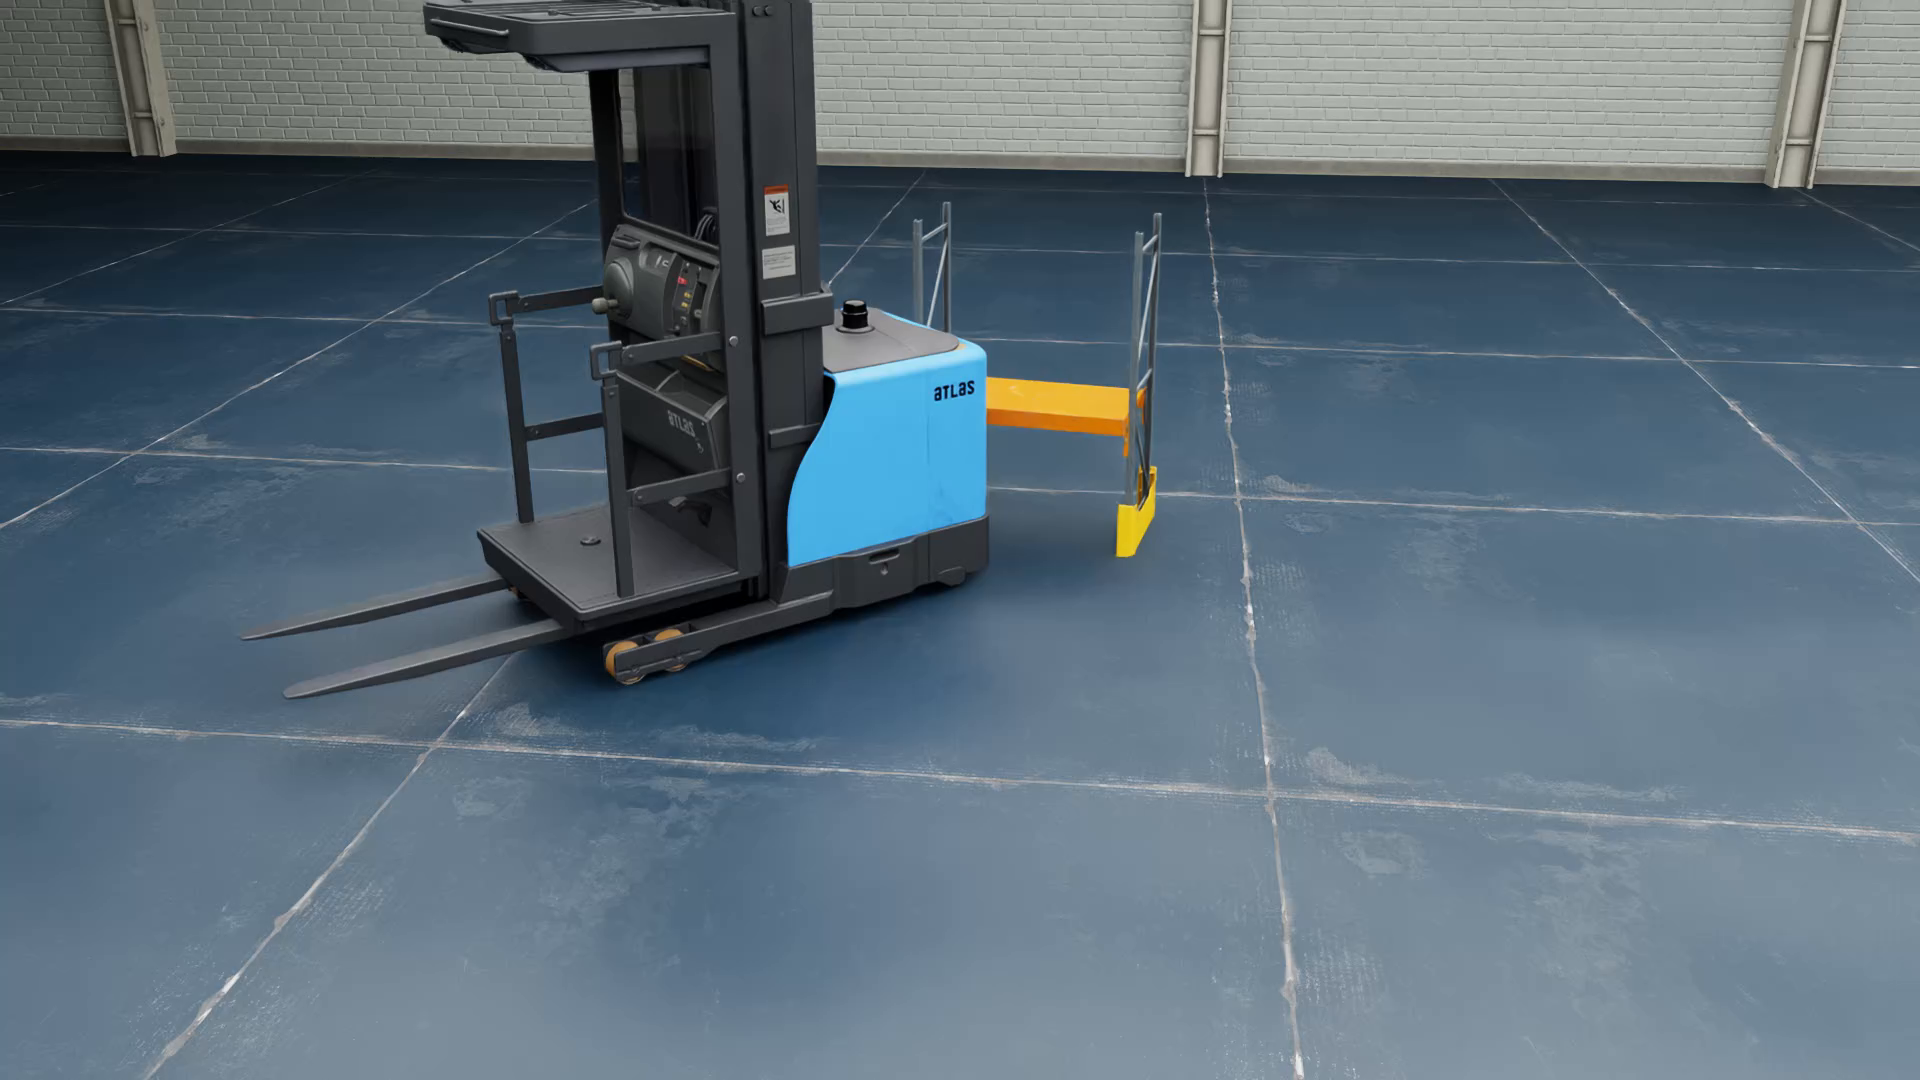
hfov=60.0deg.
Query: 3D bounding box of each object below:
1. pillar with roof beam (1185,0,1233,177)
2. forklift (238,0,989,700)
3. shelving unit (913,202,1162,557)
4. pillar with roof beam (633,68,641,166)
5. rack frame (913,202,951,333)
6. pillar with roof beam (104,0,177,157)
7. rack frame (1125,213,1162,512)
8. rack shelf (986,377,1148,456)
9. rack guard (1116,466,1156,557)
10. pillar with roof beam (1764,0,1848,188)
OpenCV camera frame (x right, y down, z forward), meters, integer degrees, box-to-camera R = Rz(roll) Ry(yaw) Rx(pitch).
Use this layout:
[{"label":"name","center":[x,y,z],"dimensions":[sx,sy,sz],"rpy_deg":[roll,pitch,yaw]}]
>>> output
[{"label":"pillar with roof beam","center":[2.113,-6.548,12.263],"dimensions":[0.400,9.000,9.100],"rpy_deg":[2,22,6]},{"label":"forklift","center":[-1.363,-1.018,6.527],"dimensions":[3.031,2.935,1.130],"rpy_deg":[-15,26,-33]},{"label":"shelving unit","center":[0.368,-0.776,7.864],"dimensions":[1.083,1.500,0.587],"rpy_deg":[6,22,15]},{"label":"pillar with roof beam","center":[-3.845,-6.808,12.919],"dimensions":[0.400,9.000,9.100],"rpy_deg":[2,22,6]},{"label":"rack frame","center":[-0.128,-0.830,7.999],"dimensions":[0.032,1.500,0.500],"rpy_deg":[6,22,15]},{"label":"pillar with roof beam","center":[-9.803,-7.067,13.576],"dimensions":[0.400,9.000,9.100],"rpy_deg":[2,22,6]},{"label":"rack frame","center":[0.847,-0.725,7.733],"dimensions":[0.032,1.500,0.500],"rpy_deg":[6,22,15]},{"label":"rack shelf","center":[0.360,-0.610,7.932],"dimensions":[1.000,0.185,0.538],"rpy_deg":[6,22,15]},{"label":"rack guard","center":[0.846,-0.144,7.963],"dimensions":[0.087,0.250,0.587],"rpy_deg":[6,22,15]},{"label":"pillar with roof beam","center":[8.072,-6.288,11.606],"dimensions":[0.400,9.000,9.100],"rpy_deg":[2,22,6]}]
